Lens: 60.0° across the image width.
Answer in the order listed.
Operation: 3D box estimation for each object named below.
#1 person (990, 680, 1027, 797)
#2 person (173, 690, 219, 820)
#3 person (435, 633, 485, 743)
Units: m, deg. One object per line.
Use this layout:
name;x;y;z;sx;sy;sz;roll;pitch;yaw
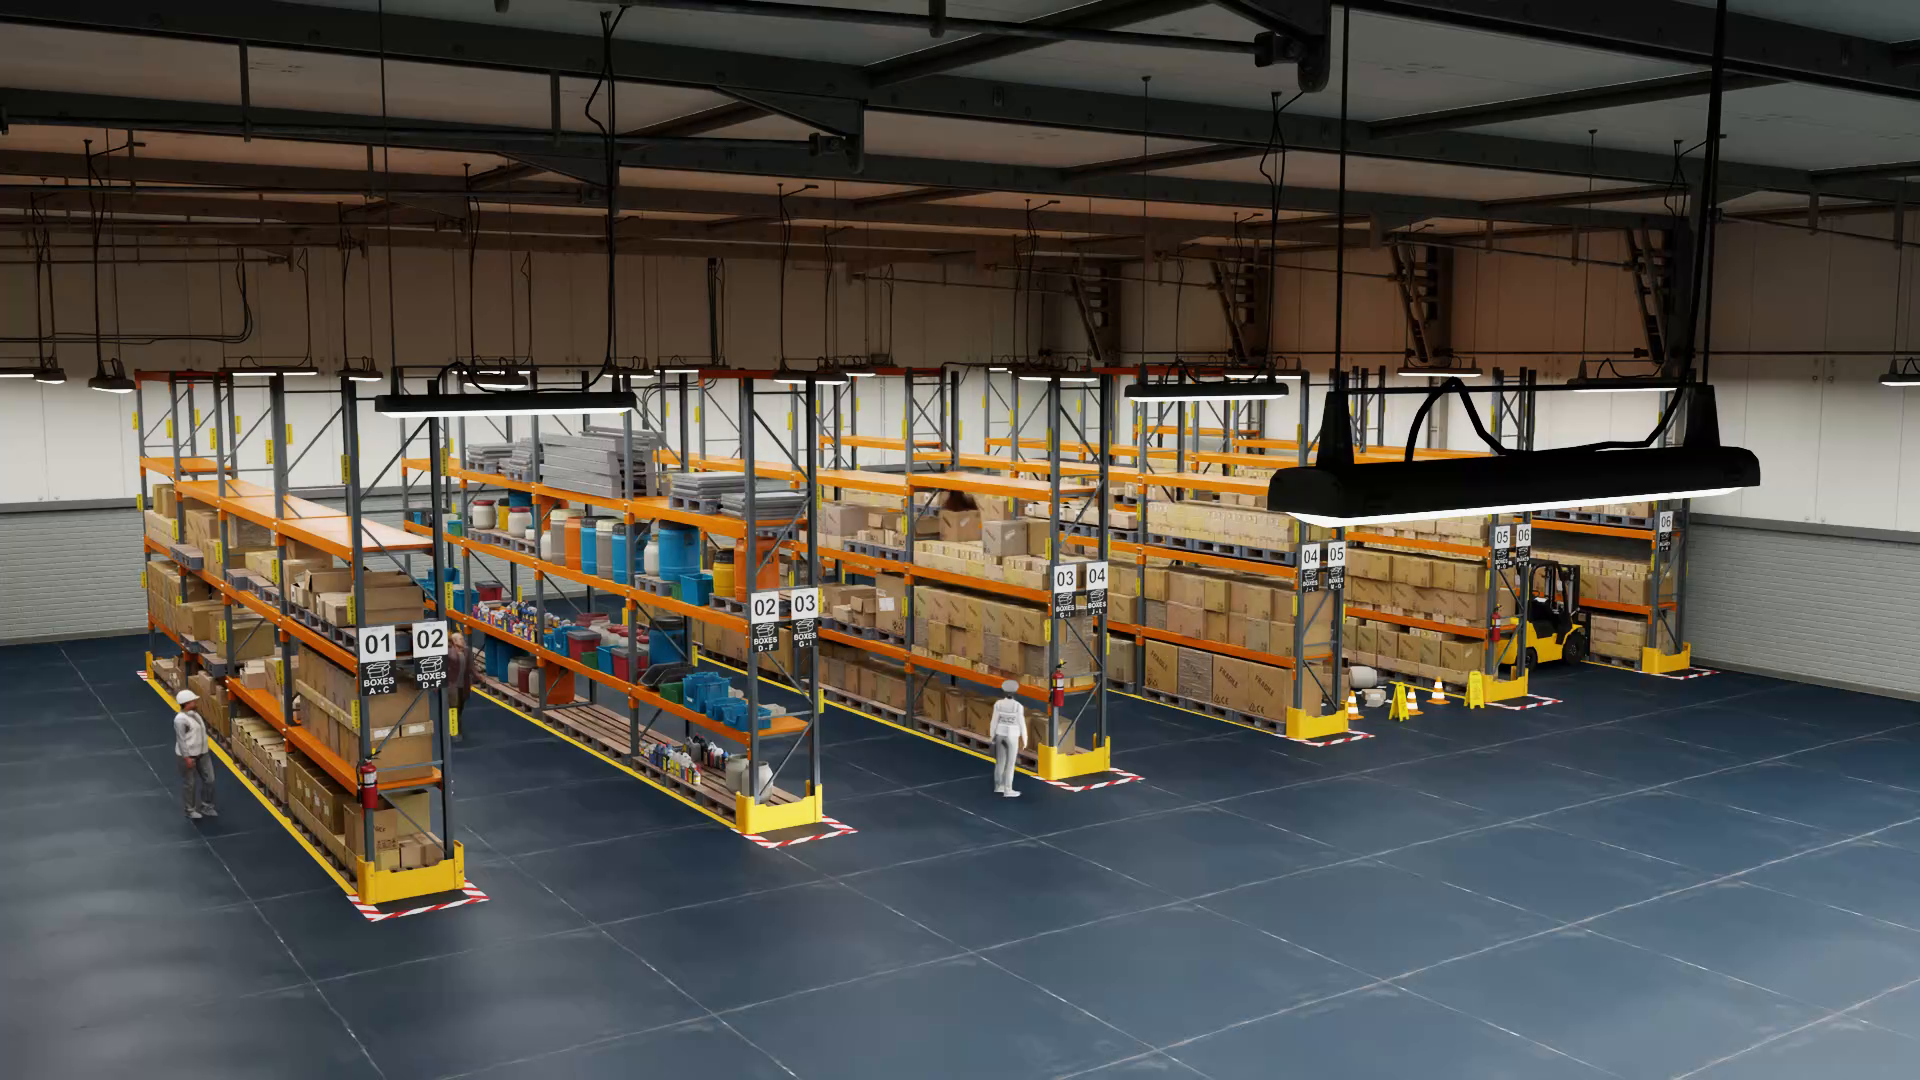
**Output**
person;0.694;2.822;23.770;0.545;1.696;0.453;5;8;37
person;-10.432;2.939;22.619;0.476;1.829;0.548;3;7;25
person;-8.285;2.423;27.371;0.769;1.815;0.936;-4;8;-34
